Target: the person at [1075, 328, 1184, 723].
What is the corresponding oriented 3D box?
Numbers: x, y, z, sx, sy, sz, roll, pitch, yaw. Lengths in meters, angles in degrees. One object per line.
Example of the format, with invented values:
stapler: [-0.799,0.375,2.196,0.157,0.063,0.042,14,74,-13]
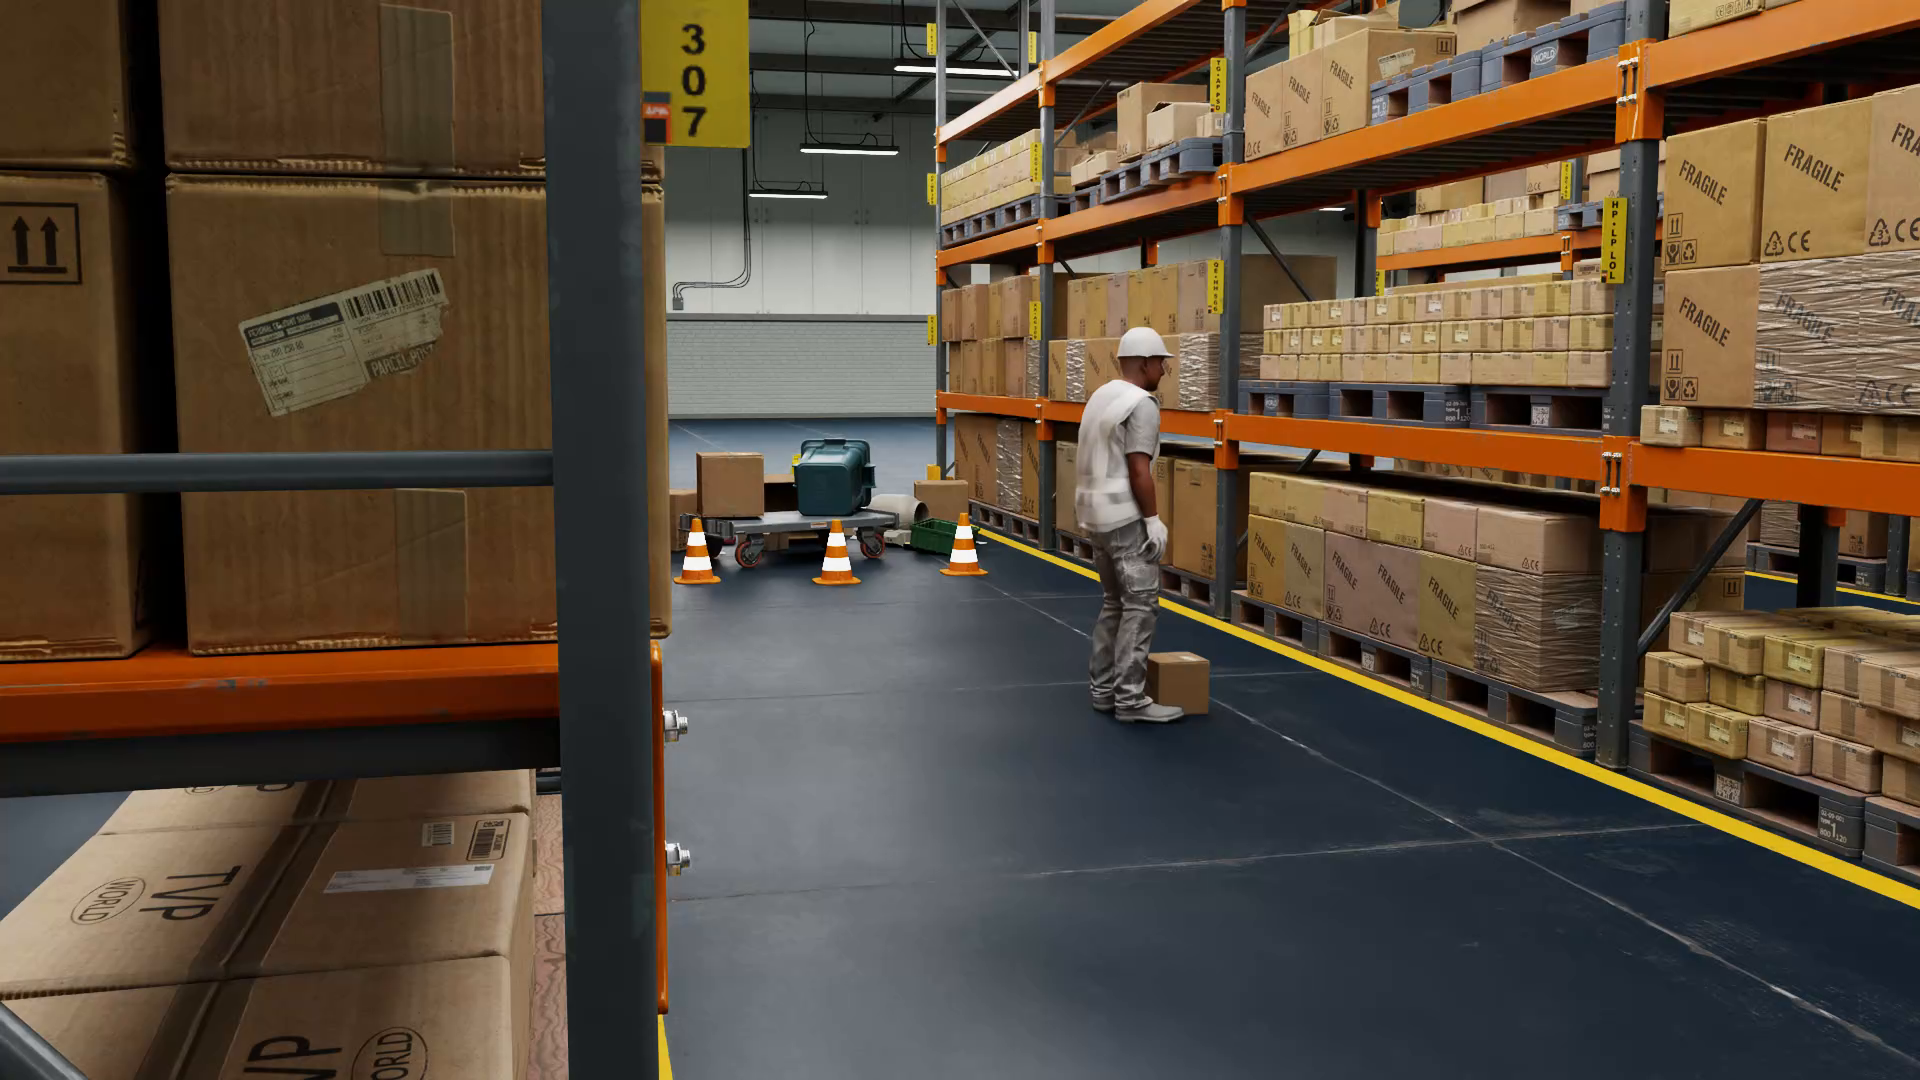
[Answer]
person: [0.772,-0.079,7.605,0.452,1.772,0.616,-2,6,-16]
